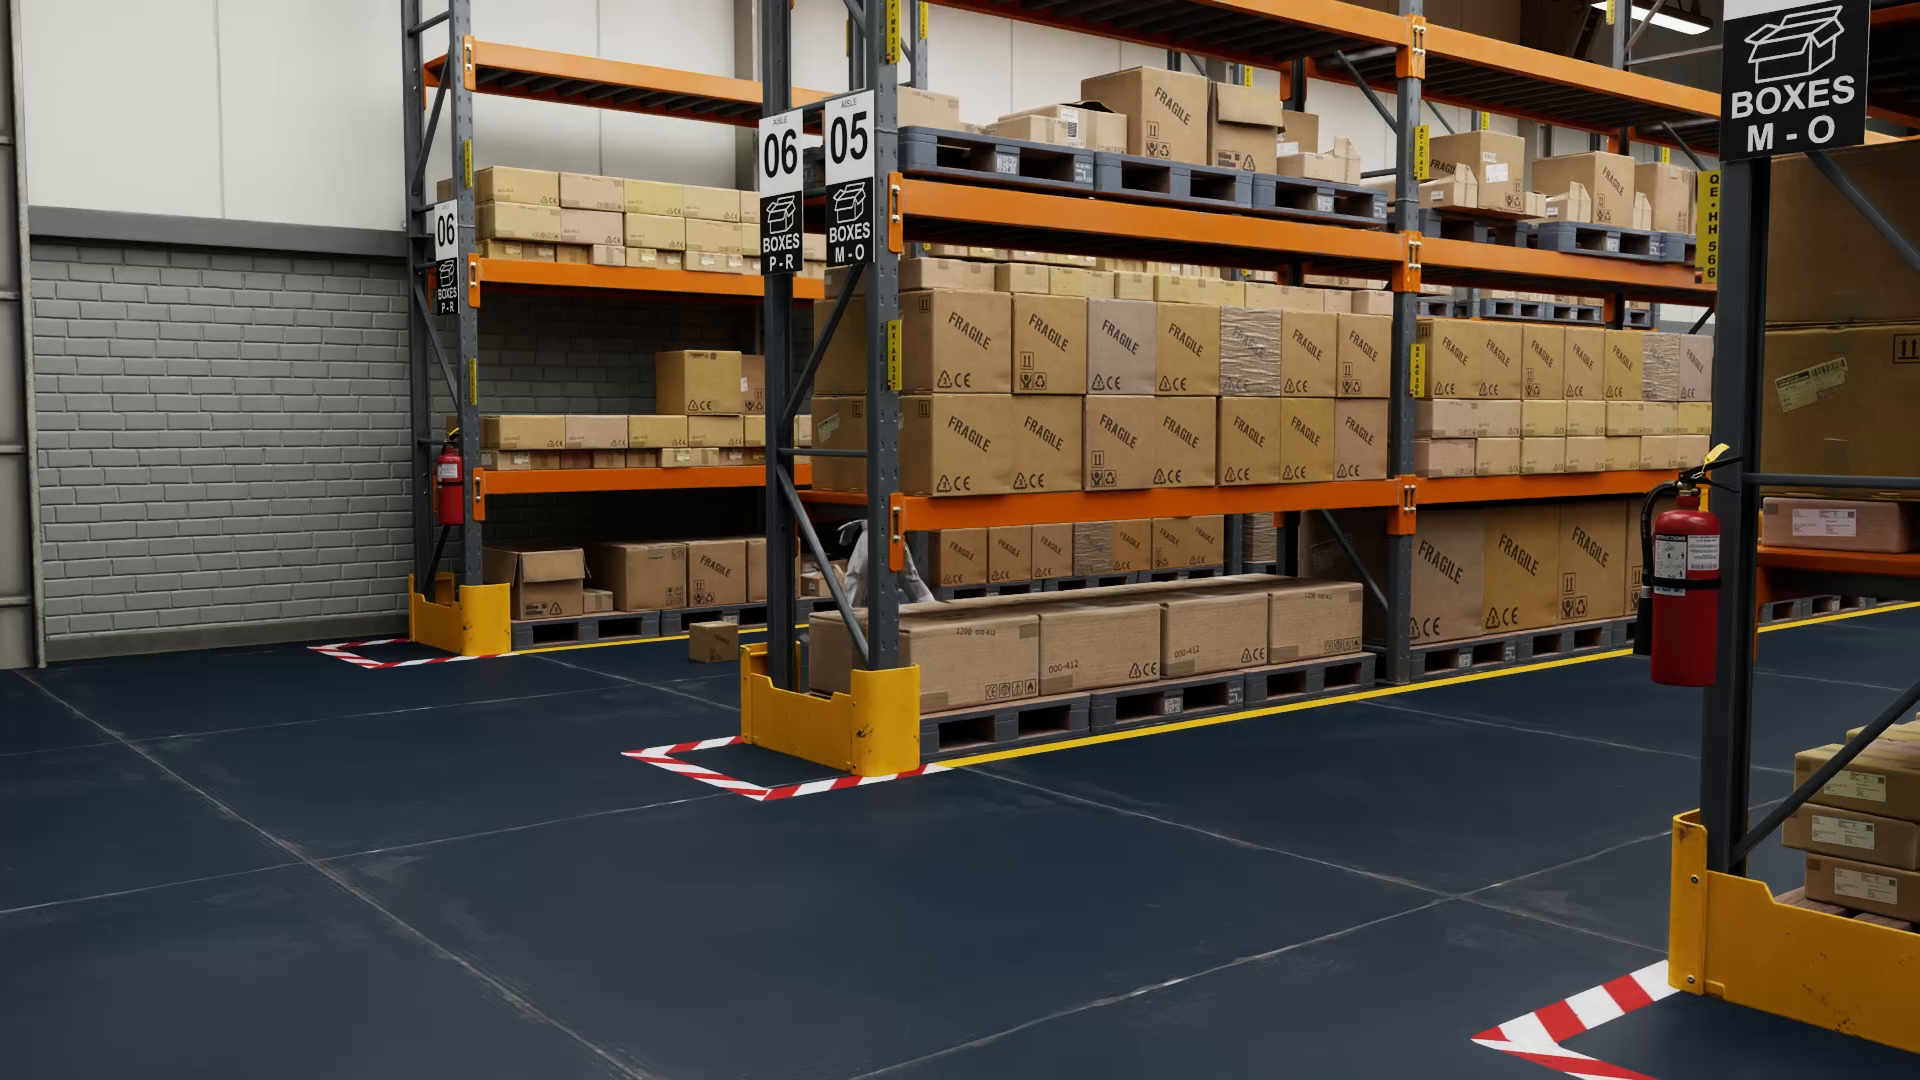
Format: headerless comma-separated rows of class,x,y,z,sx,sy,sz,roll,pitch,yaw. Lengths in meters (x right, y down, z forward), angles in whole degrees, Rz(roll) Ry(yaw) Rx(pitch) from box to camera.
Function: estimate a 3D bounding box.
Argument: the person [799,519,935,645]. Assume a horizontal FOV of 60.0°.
person,-0.621,-0.076,11.873,1.045,1.725,0.526,0,4,4
